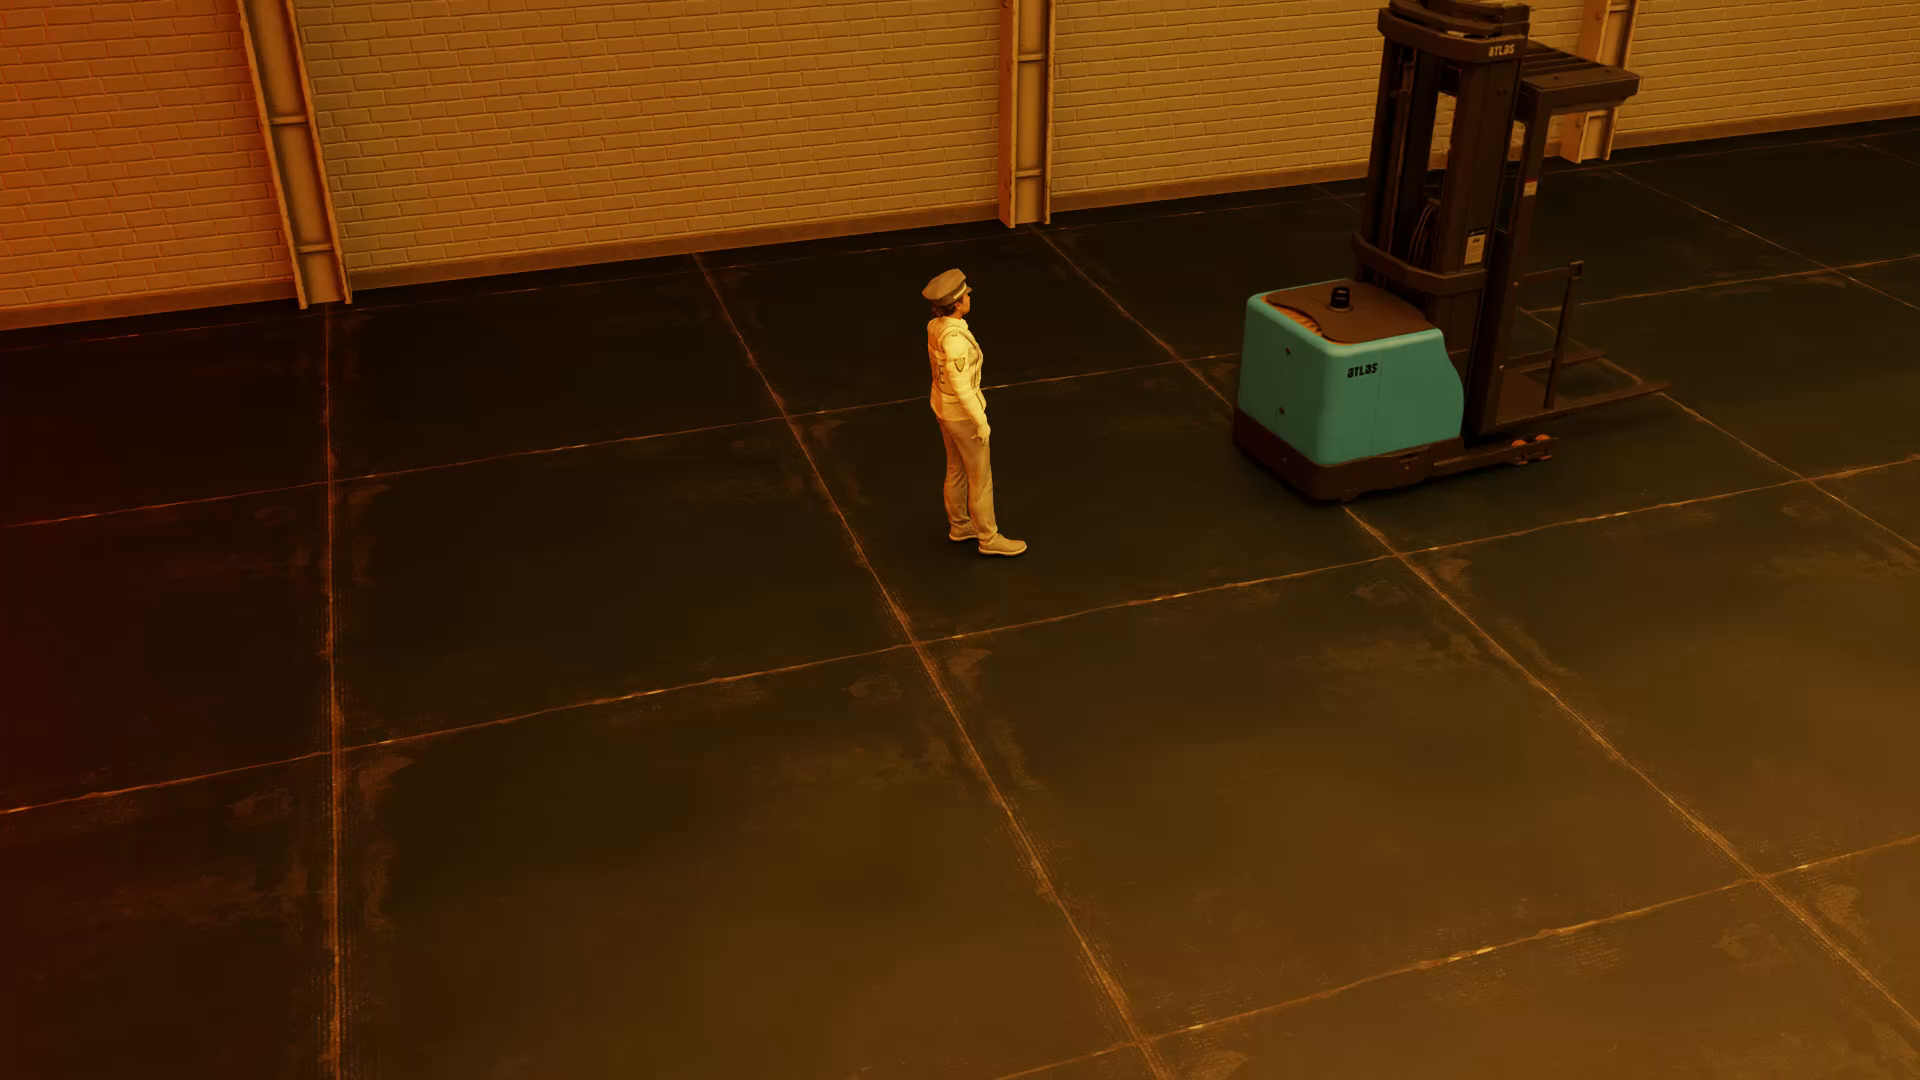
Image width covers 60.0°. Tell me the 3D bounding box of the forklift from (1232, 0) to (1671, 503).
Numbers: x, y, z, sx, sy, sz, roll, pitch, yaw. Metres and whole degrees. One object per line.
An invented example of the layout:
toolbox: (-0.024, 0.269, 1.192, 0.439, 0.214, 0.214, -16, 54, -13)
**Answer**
forklift: (3.372, -1.983, 10.534, 3.031, 2.935, 1.130, -13, 32, -21)

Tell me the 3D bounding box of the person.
person: (0.067, -0.748, 9.614, 0.531, 1.695, 0.587, -10, 31, -16)
